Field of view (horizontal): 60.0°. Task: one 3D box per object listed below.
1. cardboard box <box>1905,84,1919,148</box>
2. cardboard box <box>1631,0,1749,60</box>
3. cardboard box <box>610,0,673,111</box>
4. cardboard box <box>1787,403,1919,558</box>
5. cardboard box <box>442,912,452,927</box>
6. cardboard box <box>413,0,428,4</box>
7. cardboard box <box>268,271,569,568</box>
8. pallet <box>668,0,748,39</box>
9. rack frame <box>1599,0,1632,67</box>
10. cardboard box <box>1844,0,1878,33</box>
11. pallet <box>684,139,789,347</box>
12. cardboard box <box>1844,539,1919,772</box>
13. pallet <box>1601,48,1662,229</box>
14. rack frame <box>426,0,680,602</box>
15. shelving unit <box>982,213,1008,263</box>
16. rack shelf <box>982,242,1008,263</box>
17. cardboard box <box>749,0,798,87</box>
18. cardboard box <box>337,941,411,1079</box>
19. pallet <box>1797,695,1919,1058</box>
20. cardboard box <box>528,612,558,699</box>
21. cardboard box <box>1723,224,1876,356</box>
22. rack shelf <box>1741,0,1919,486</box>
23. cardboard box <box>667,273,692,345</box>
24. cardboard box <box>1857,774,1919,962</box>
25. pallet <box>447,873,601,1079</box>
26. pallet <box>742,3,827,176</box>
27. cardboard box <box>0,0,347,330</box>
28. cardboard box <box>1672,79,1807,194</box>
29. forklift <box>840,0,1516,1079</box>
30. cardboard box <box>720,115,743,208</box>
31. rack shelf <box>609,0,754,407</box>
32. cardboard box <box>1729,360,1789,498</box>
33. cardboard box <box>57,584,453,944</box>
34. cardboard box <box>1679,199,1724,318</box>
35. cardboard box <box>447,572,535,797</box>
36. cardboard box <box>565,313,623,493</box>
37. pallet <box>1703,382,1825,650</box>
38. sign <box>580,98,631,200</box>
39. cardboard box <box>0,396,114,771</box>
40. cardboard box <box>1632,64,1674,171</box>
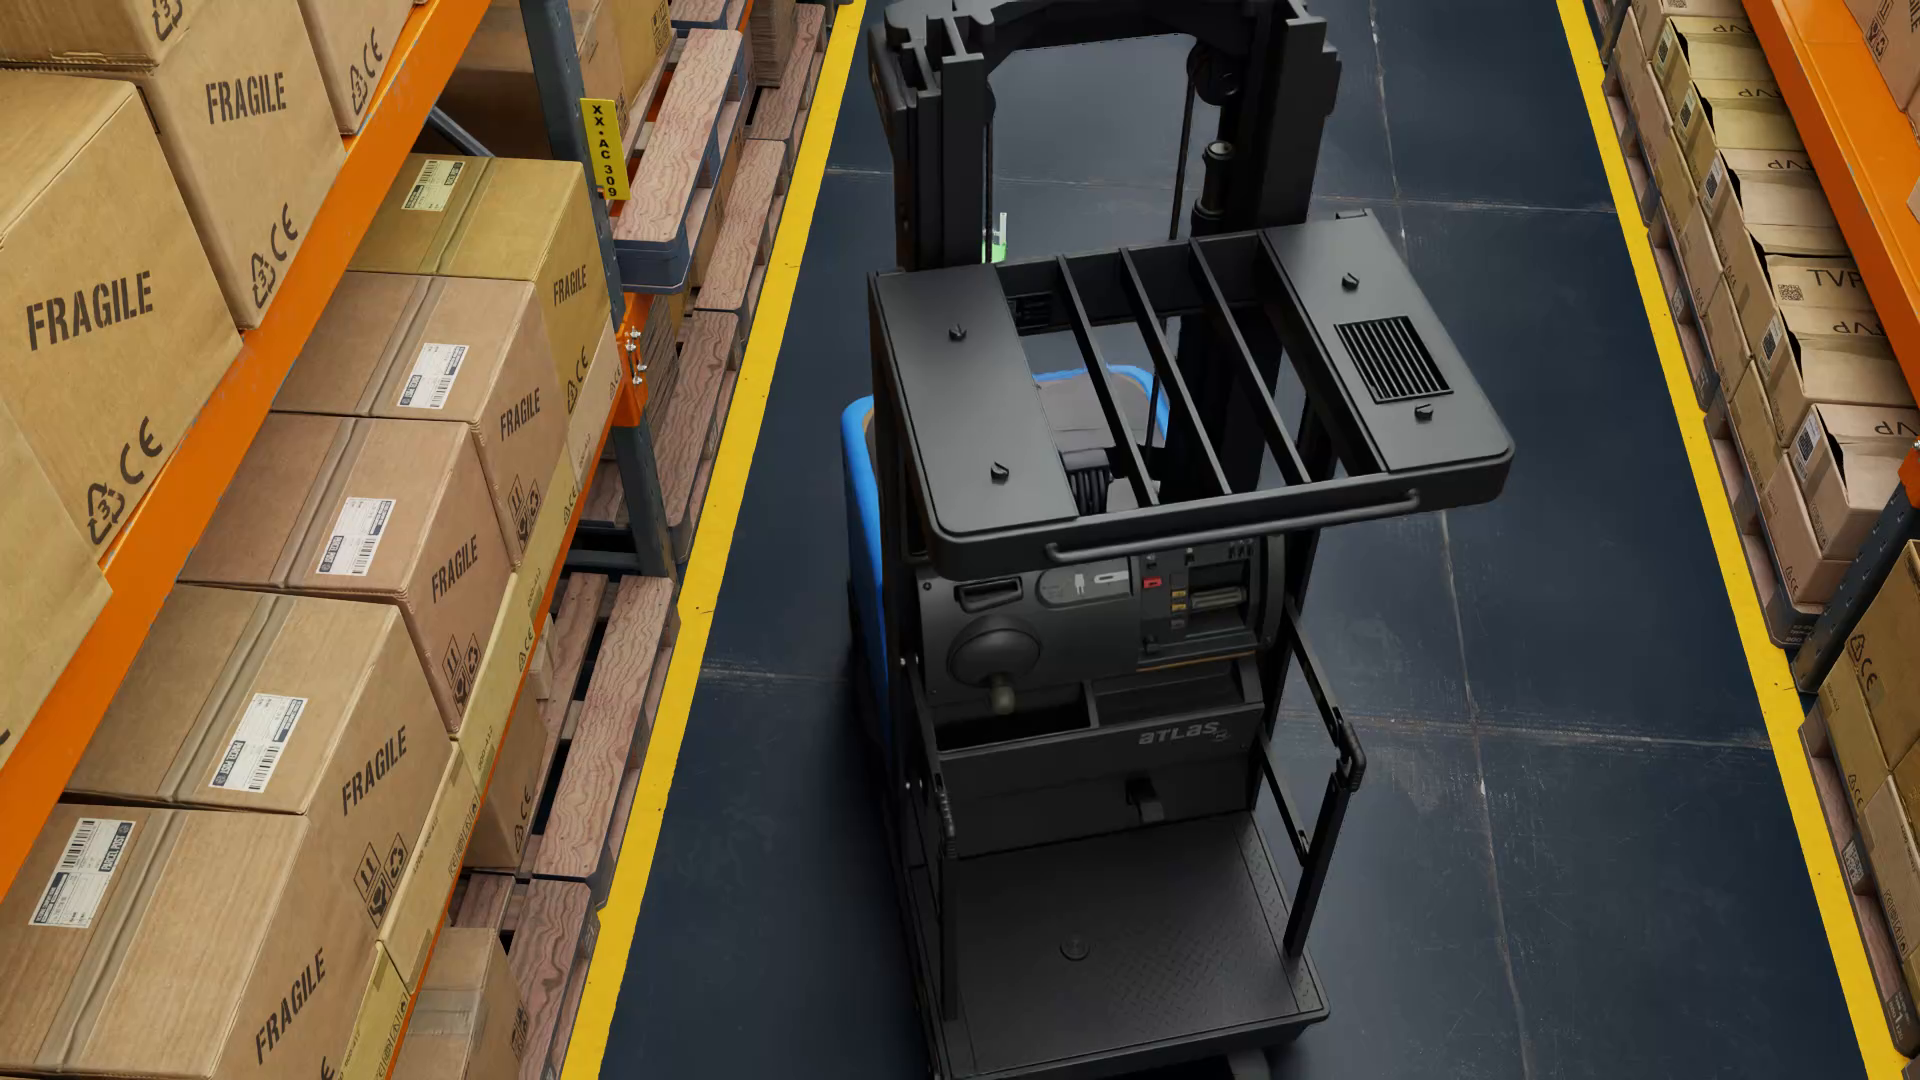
[{"bbox_3d":[3.541,-1.474,5.498,0.500,0.500,0.500,7,48,6],"label":"cardboard box"},{"bbox_3d":[3.431,-2.468,7.673,0.500,0.311,0.500,5,48,5],"label":"cardboard box"},{"bbox_3d":[-1.389,-1.785,5.484,0.700,0.500,0.500,8,48,8],"label":"cardboard box"},{"bbox_3d":[3.158,-0.210,5.608,0.500,0.311,0.500,4,48,4],"label":"cardboard box"},{"bbox_3d":[-1.693,1.167,4.784,0.380,0.149,0.250,0,48,0],"label":"cardboard box"},{"bbox_3d":[-1.327,-1.484,3.460,0.500,0.500,0.500,5,48,5],"label":"cardboard box"},{"bbox_3d":[-1.302,-0.295,4.067,0.500,0.500,0.500,4,48,3],"label":"cardboard box"},{"bbox_3d":[-1.302,-2.238,6.394,1.003,0.211,1.213,4,48,4],"label":"pallet"},{"bbox_3d":[3.771,-3.430,7.354,1.000,3.000,0.127,4,48,4],"label":"rack frame"},{"bbox_3d":[3.634,-2.229,6.188,0.500,0.500,0.500,2,48,1],"label":"cardboard box"},{"bbox_3d":[-1.349,-1.351,7.342,1.003,0.211,1.213,4,48,4],"label":"pallet"},{"bbox_3d":[3.052,0.362,4.956,0.500,0.500,0.500,4,48,4],"label":"cardboard box"},{"bbox_3d":[3.657,-1.886,7.832,1.003,0.211,1.213,4,48,4],"label":"pallet"},{"bbox_3d":[-1.527,-0.821,4.968,1.000,3.000,0.127,4,48,4],"label":"rack frame"},{"bbox_3d":[0.015,-0.527,5.919,0.258,1.200,0.503,4,48,4],"label":"shelving unit"},{"bbox_3d":[0.015,-0.807,5.611,0.258,0.148,0.480,4,48,4],"label":"rack shelf"},{"bbox_3d":[-1.176,-2.532,7.929,0.700,0.500,0.500,4,48,4],"label":"cardboard box"},{"bbox_3d":[-1.446,1.069,3.328,0.500,0.250,0.500,3,48,3],"label":"cardboard box"},{"bbox_3d":[3.292,1.032,5.163,1.003,0.211,1.213,4,48,4],"label":"pallet"},{"bbox_3d":[-1.546,0.382,5.490,0.380,0.166,0.250,-2,48,-2],"label":"cardboard box"},{"bbox_3d":[3.247,-0.960,6.294,0.500,0.311,0.500,4,48,3],"label":"cardboard box"},{"bbox_3d":[3.589,-1.717,6.275,1.077,0.370,4.000,4,48,4],"label":"rack shelf"},{"bbox_3d":[-1.479,-1.051,6.574,0.700,0.500,0.500,3,48,3],"label":"cardboard box"},{"bbox_3d":[3.011,0.983,4.897,0.500,0.250,0.500,4,48,4],"label":"cardboard box"},{"bbox_3d":[-1.662,1.515,4.721,1.003,0.211,1.213,4,48,4],"label":"pallet"},{"bbox_3d":[-1.235,-2.245,8.160,1.003,0.211,1.213,4,48,4],"label":"pallet"},{"bbox_3d":[-1.398,-0.705,2.748,0.500,0.500,0.500,2,48,2],"label":"cardboard box"},{"bbox_3d":[3.342,-1.706,6.977,0.500,0.311,0.500,3,48,2],"label":"cardboard box"},{"bbox_3d":[0.401,0.290,3.999,1.130,2.935,3.031,-8,48,-8],"label":"forklift"},{"bbox_3d":[-1.356,-1.795,7.254,0.700,0.500,0.500,4,48,3],"label":"cardboard box"},{"bbox_3d":[-1.345,-2.048,6.578,1.077,0.370,4.000,4,48,4],"label":"rack shelf"},{"bbox_3d":[3.203,-0.400,6.162,0.500,0.250,0.500,3,48,3],"label":"cardboard box"},{"bbox_3d":[-1.405,0.457,3.379,0.500,0.500,0.500,5,48,5],"label":"cardboard box"},{"bbox_3d":[3.297,-1.150,6.848,0.500,0.250,0.500,5,48,4],"label":"cardboard box"},{"bbox_3d":[-1.353,0.328,4.006,0.500,0.250,0.500,4,48,3],"label":"cardboard box"},{"bbox_3d":[-1.268,-0.408,4.679,0.500,0.250,0.500,4,48,4],"label":"cardboard box"},{"bbox_3d":[3.435,-0.093,6.192,1.003,0.211,1.213,4,48,4],"label":"pallet"},{"bbox_3d":[-0.986,-1.082,4.620,0.100,0.325,0.005,4,48,4],"label":"sign"},{"bbox_3d":[-1.484,0.063,2.046,0.500,0.500,0.500,6,48,5],"label":"cardboard box"},{"bbox_3d":[3.386,-1.909,7.542,0.500,0.250,0.500,3,48,2],"label":"cardboard box"}]
